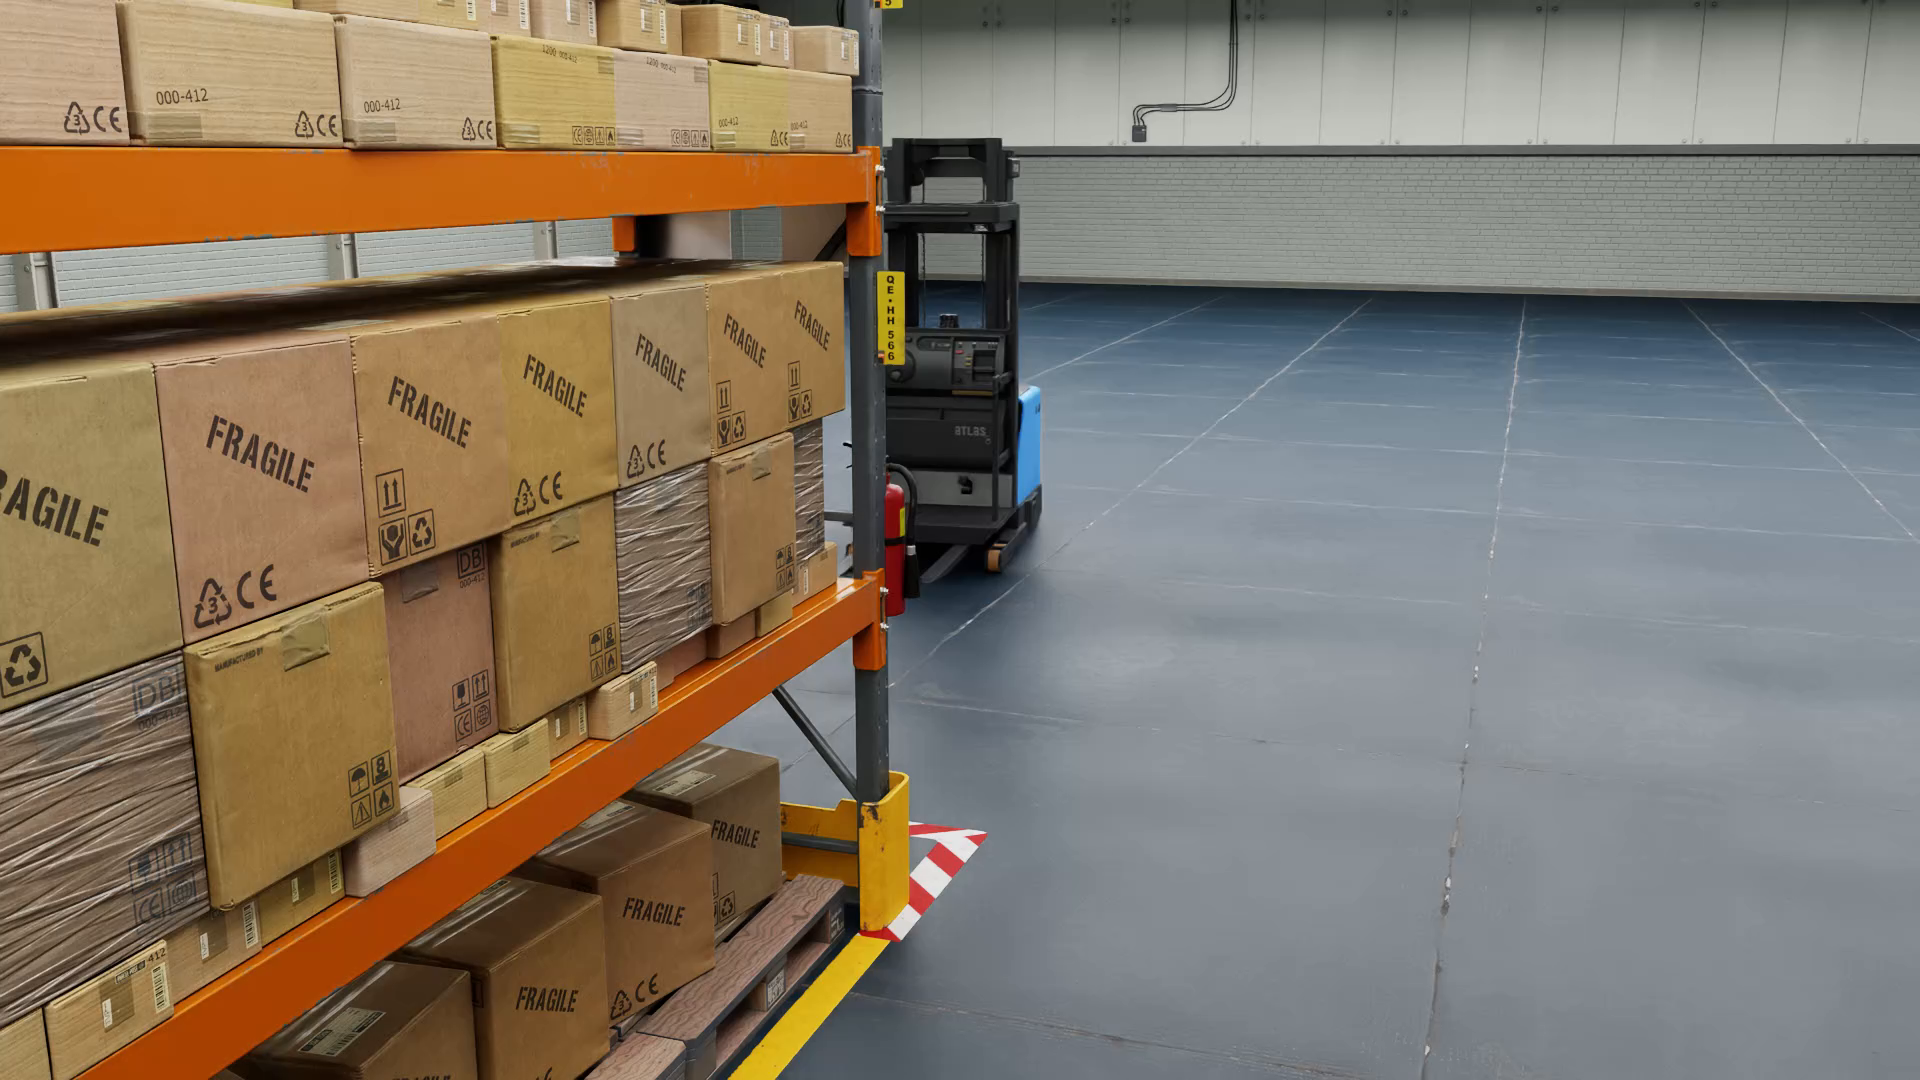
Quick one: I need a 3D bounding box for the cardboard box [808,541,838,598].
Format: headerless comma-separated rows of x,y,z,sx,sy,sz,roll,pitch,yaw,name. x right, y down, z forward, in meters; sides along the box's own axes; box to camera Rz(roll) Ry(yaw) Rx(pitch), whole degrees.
-0.658,0.092,5.910,0.380,0.149,0.250,4,14,18,cardboard box

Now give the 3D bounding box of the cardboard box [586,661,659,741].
-1.044,0.415,4.493,0.380,0.149,0.250,4,14,18,cardboard box

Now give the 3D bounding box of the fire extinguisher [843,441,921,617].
-0.288,-0.059,6.179,0.296,0.674,0.183,4,14,18,fire extinguisher

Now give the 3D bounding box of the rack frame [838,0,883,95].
-0.761,-3.030,5.542,1.000,3.000,0.127,4,14,18,rack frame

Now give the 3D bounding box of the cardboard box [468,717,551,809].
-1.228,0.519,4.039,0.380,0.149,0.250,4,14,18,cardboard box

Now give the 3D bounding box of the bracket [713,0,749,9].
-5.161,-12.527,39.059,0.076,0.066,3.189,4,14,18,bracket

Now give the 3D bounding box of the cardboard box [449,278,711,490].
-1.026,-0.442,4.545,0.500,0.500,0.500,4,14,18,cardboard box

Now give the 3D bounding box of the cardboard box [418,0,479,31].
-1.272,-1.171,3.576,0.380,0.149,0.250,4,13,17,cardboard box

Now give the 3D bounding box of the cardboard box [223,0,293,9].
-1.490,-1.065,3.112,0.380,0.149,0.250,5,14,20,cardboard box

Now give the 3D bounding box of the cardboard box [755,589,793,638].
-0.771,0.201,5.432,0.380,0.149,0.250,4,14,18,cardboard box

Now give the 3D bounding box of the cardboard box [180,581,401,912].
-1.656,0.350,3.321,0.875,0.500,0.500,4,14,18,cardboard box

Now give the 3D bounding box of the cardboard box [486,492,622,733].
-1.389,0.135,4.263,0.875,0.500,0.500,4,14,18,cardboard box

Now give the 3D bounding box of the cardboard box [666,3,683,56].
-0.992,-1.399,4.576,0.380,0.149,0.250,5,14,19,cardboard box

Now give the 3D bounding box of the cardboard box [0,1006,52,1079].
-1.701,0.835,2.651,0.380,0.149,0.250,4,14,18,cardboard box

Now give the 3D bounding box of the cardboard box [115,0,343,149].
-1.501,-0.841,3.027,0.500,0.250,0.500,4,14,18,cardboard box

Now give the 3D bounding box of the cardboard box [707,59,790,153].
-0.835,-1.270,4.906,0.500,0.250,0.500,4,14,19,cardboard box

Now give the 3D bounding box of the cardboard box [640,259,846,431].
-0.705,-0.653,5.469,0.500,0.500,0.500,4,14,18,cardboard box

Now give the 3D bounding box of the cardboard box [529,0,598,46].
-1.116,-1.281,4.058,0.380,0.149,0.250,4,13,16,cardboard box

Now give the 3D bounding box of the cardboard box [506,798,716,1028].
-1.140,1.167,5.308,0.500,0.500,0.500,9,15,33,cardboard box

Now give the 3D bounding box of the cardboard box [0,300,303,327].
-1.847,-0.270,3.789,0.500,0.500,0.500,4,14,18,cardboard box

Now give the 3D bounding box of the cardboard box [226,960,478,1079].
-1.583,1.412,4.236,0.500,0.500,0.500,3,13,13,cardboard box

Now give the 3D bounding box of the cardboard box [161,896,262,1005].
-1.553,0.729,3.117,0.380,0.149,0.250,4,14,18,cardboard box

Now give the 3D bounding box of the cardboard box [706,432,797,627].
-1.013,-0.072,5.168,0.875,0.500,0.500,4,14,18,cardboard box

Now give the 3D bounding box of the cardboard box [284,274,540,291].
-1.526,-0.481,4.712,0.500,0.500,0.500,4,14,18,cardboard box

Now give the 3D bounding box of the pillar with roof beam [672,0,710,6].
-2.134,-10.025,36.189,9.100,9.000,0.548,4,14,18,pillar with roof beam

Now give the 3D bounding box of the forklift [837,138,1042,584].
-0.181,-1.290,11.555,1.130,2.935,3.031,3,13,12,forklift

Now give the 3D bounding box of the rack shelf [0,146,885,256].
-1.408,-0.796,4.111,1.077,0.370,4.000,4,14,18,rack shelf

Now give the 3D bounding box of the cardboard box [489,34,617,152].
-1.167,-1.056,3.971,0.500,0.250,0.500,4,13,17,cardboard box

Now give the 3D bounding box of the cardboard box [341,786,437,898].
-1.361,0.626,3.568,0.380,0.149,0.250,4,14,18,cardboard box

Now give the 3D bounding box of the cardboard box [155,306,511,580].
-1.346,-0.232,3.622,0.500,0.500,0.500,4,14,18,cardboard box

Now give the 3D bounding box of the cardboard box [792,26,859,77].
-0.555,-1.608,5.494,0.380,0.149,0.250,4,14,18,cardboard box

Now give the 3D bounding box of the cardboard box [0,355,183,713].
-1.669,-0.021,2.699,0.500,0.500,0.500,4,14,18,cardboard box

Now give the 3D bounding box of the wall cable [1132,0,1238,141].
4.975,-11.832,36.460,2.305,6.003,0.169,4,14,18,wall cable

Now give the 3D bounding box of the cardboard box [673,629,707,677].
-0.987,0.302,4.989,0.380,0.149,0.250,4,14,18,cardboard box

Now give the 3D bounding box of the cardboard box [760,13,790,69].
-0.735,-1.496,5.004,0.380,0.149,0.250,4,13,16,cardboard box

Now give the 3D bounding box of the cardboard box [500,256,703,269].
-1.197,-0.691,5.633,0.500,0.500,0.500,4,14,18,cardboard box

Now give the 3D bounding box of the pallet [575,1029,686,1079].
-1.478,1.694,4.590,1.003,0.211,1.213,4,14,18,pallet

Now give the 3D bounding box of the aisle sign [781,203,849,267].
-0.457,-1.364,5.883,0.394,0.787,0.004,4,14,18,aisle sign

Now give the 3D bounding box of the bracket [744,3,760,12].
-4.970,-12.651,39.604,0.235,0.232,0.430,4,14,18,bracket

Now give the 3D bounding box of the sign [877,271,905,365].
-0.242,-0.780,5.852,0.100,0.325,0.005,4,14,18,sign

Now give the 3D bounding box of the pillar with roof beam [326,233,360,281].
-6.016,-7.499,25.119,9.100,9.000,0.400,4,14,18,pillar with roof beam
